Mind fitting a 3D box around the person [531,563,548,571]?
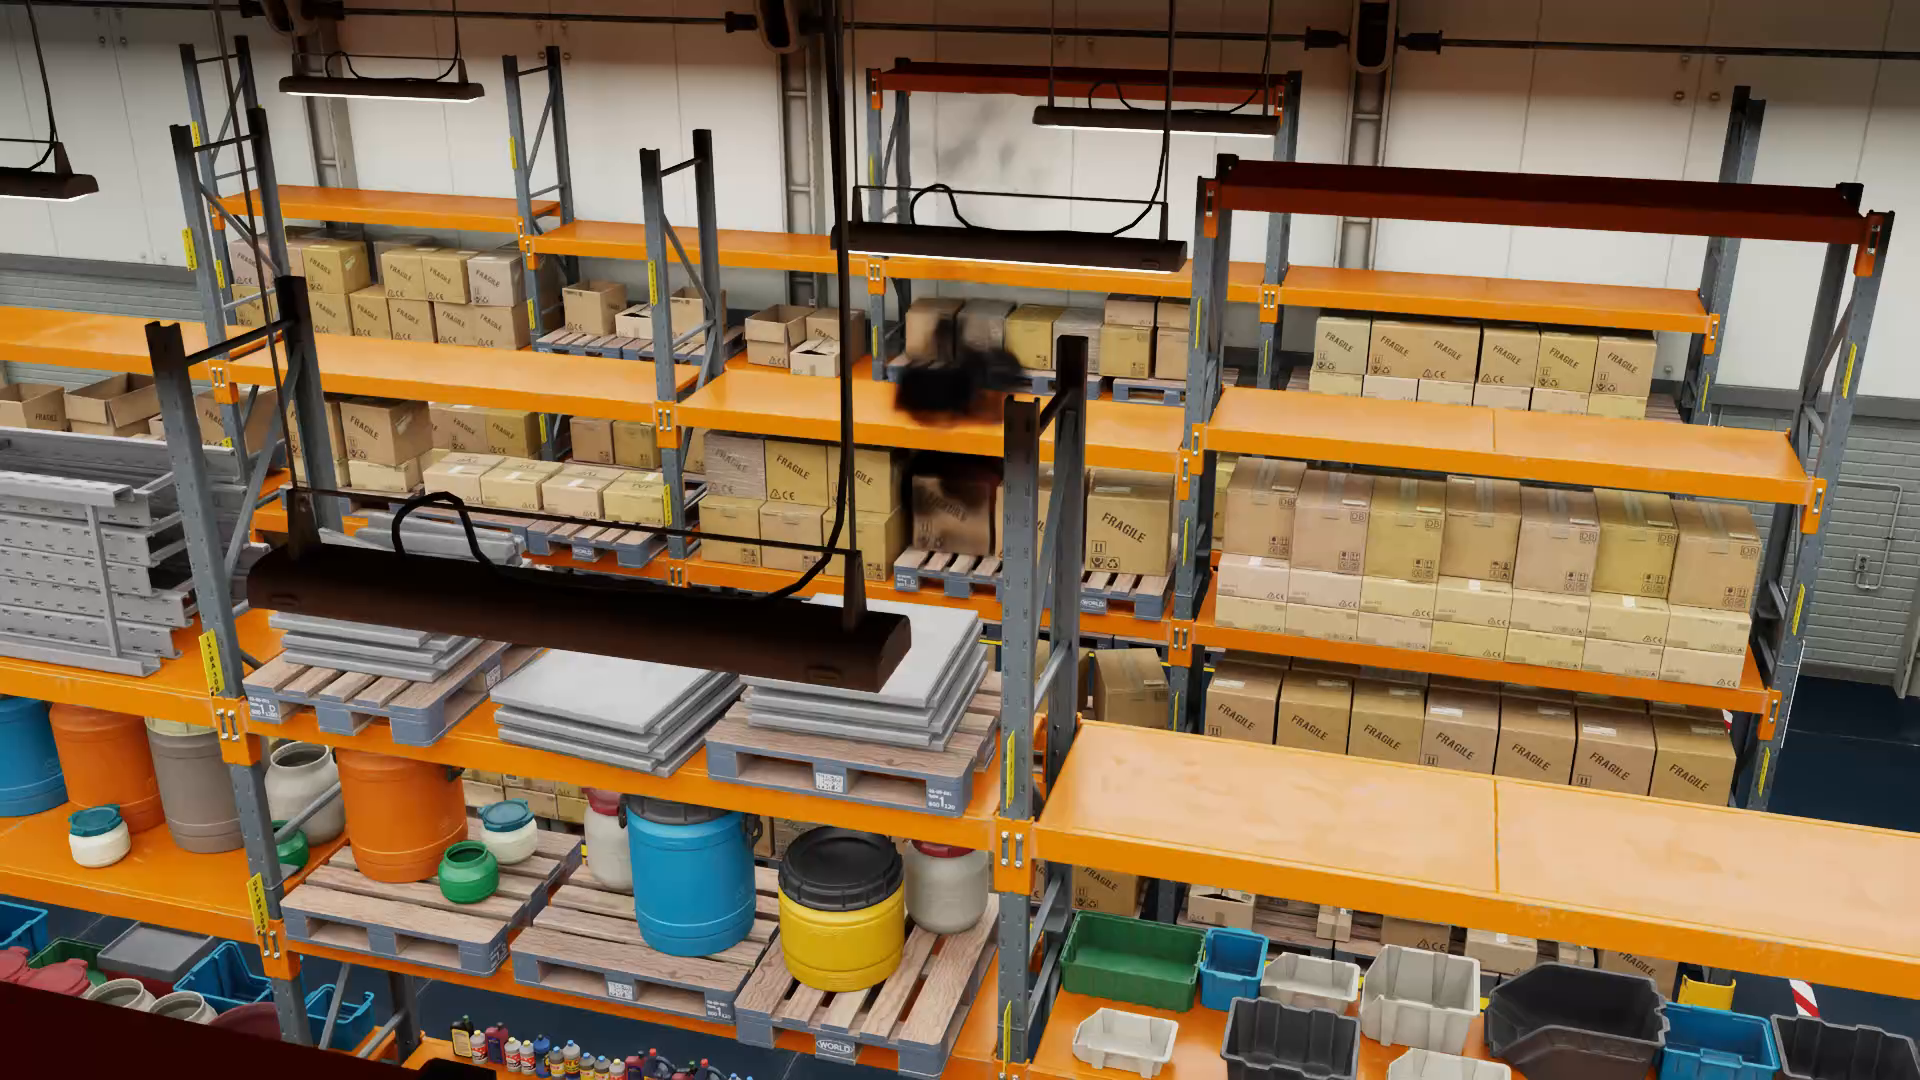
[{"bbox_3d":[-4.162,0.864,16.365,0.938,1.818,0.646,4,23,9],"label":"person"}]
